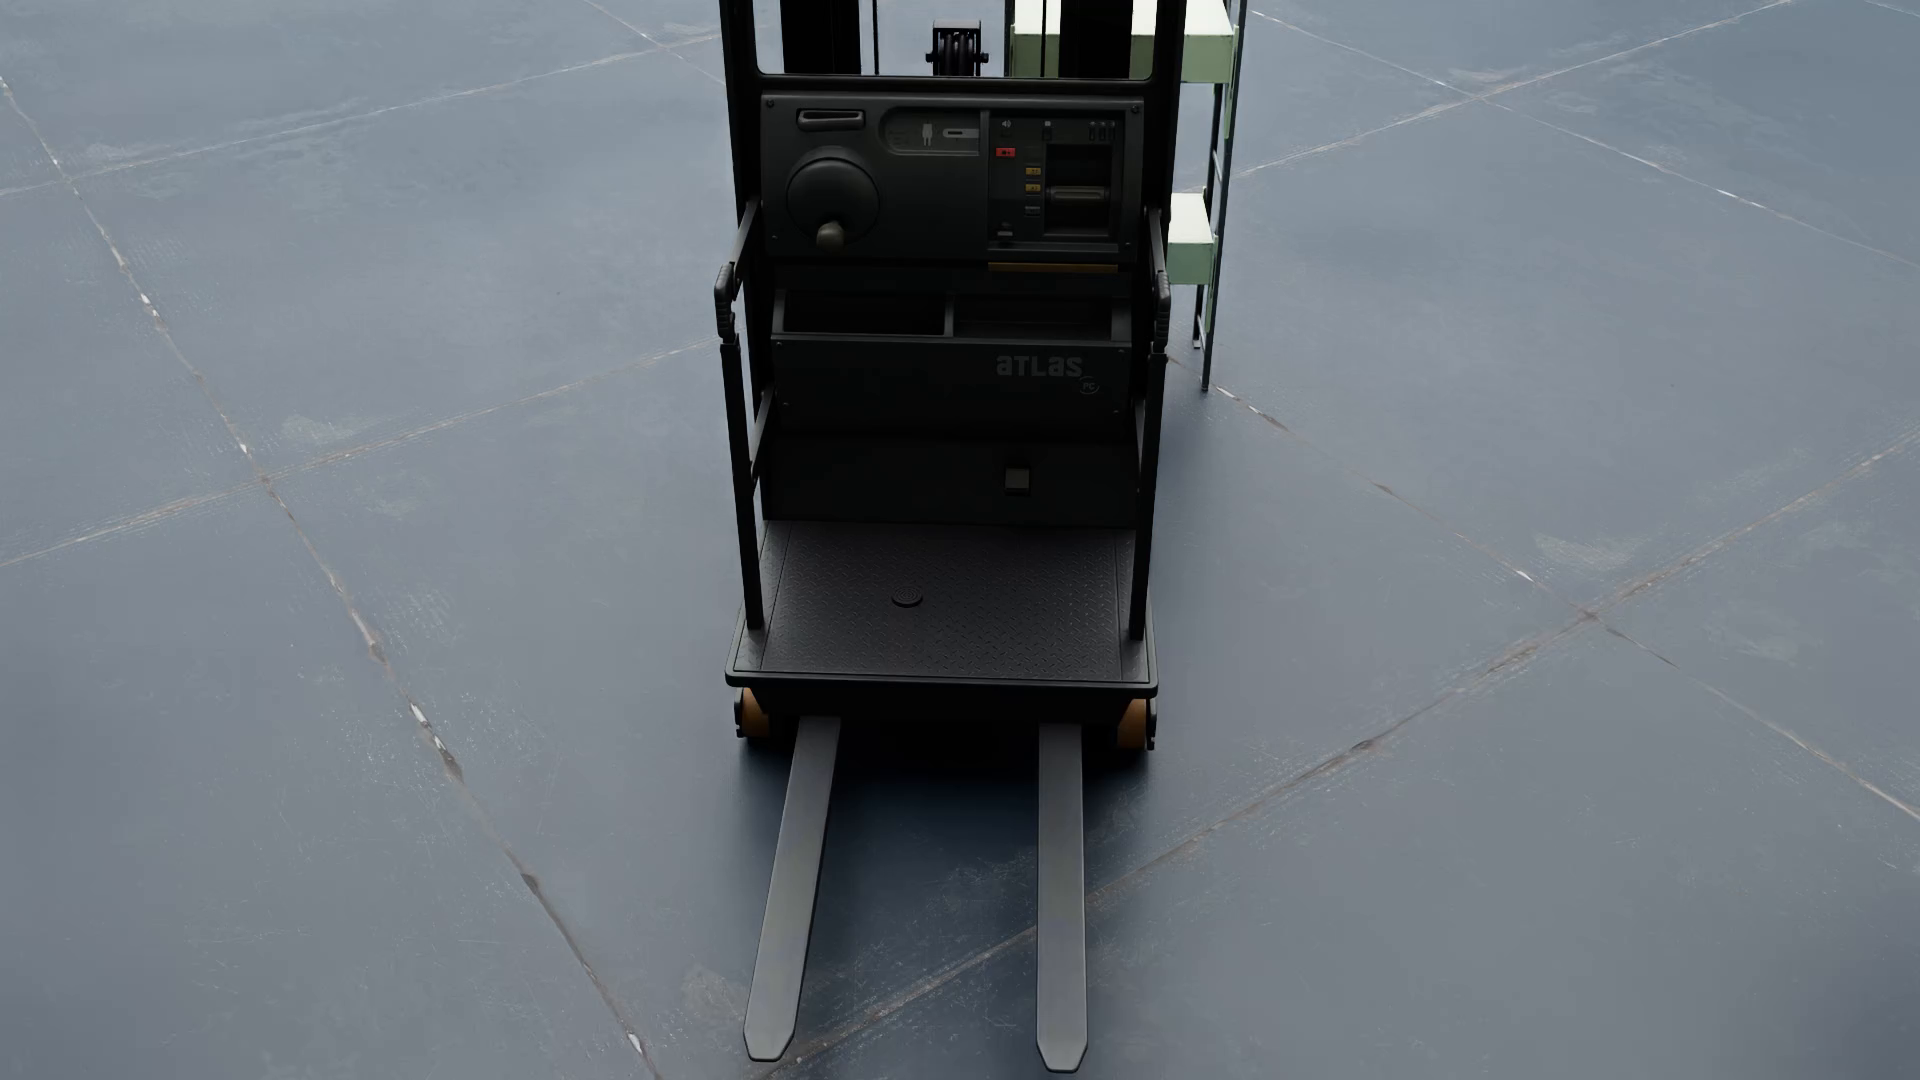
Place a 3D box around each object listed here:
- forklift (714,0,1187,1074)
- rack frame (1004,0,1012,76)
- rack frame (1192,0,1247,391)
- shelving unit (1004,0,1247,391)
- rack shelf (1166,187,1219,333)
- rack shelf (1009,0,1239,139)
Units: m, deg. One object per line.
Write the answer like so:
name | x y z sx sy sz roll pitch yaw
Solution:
forklift | -0.028 -0.823 3.884 1.130 2.935 3.031 1 36 2
rack frame | 0.157 -1.274 5.737 0.023 1.500 0.400 1 36 1
rack frame | 0.889 -1.263 5.722 0.023 1.500 0.400 1 36 1
shelving unit | 0.523 -1.269 5.729 0.755 1.500 0.431 1 36 1
rack shelf | 0.523 -1.004 5.920 0.720 0.370 0.431 1 36 1
rack shelf | 0.523 -1.585 5.501 0.720 0.370 0.431 1 36 1
